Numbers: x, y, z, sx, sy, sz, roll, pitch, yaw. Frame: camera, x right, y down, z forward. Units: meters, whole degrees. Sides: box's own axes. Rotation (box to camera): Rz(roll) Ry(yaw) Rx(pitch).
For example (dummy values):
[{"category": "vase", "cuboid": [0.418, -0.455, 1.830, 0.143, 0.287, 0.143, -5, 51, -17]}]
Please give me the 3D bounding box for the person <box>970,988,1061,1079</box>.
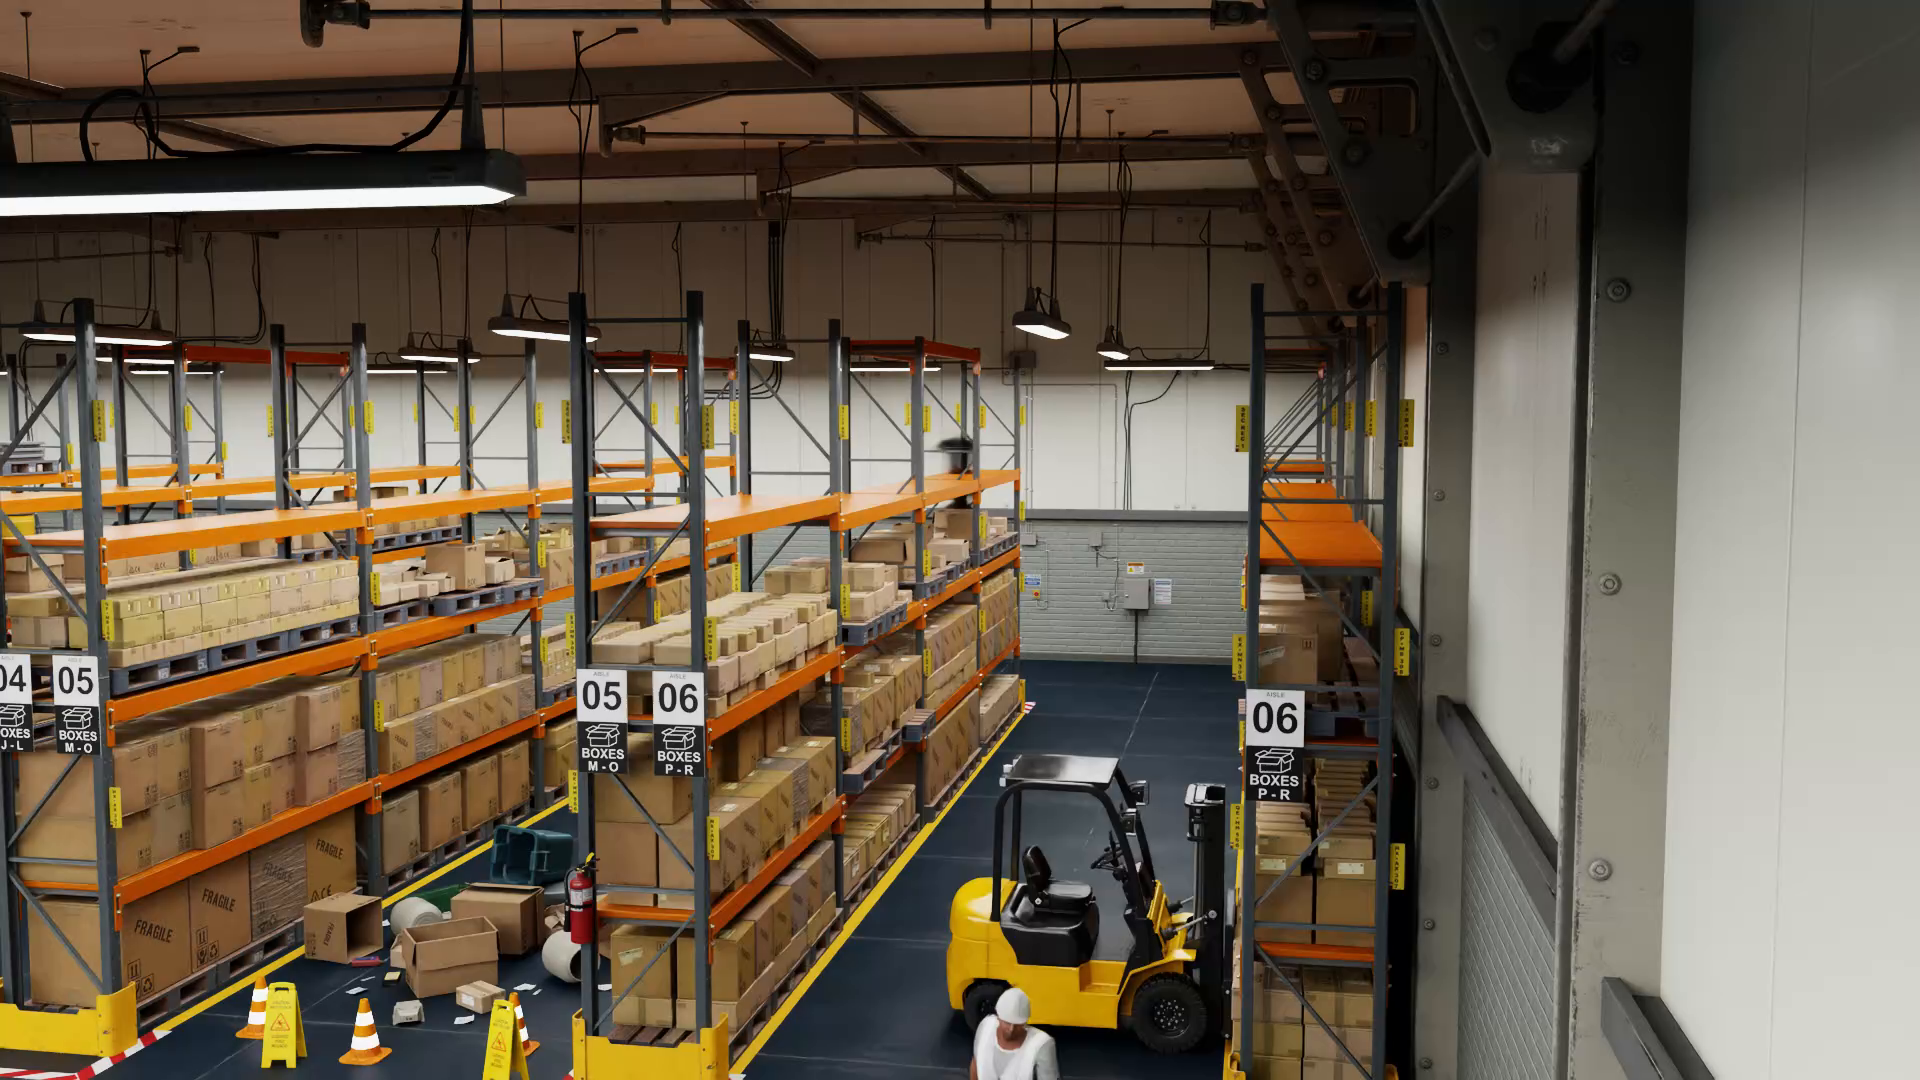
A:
[{"category": "person", "cuboid": [0.307, 3.492, 10.037, 0.725, 1.732, 0.631, 2, 5, 25]}]
